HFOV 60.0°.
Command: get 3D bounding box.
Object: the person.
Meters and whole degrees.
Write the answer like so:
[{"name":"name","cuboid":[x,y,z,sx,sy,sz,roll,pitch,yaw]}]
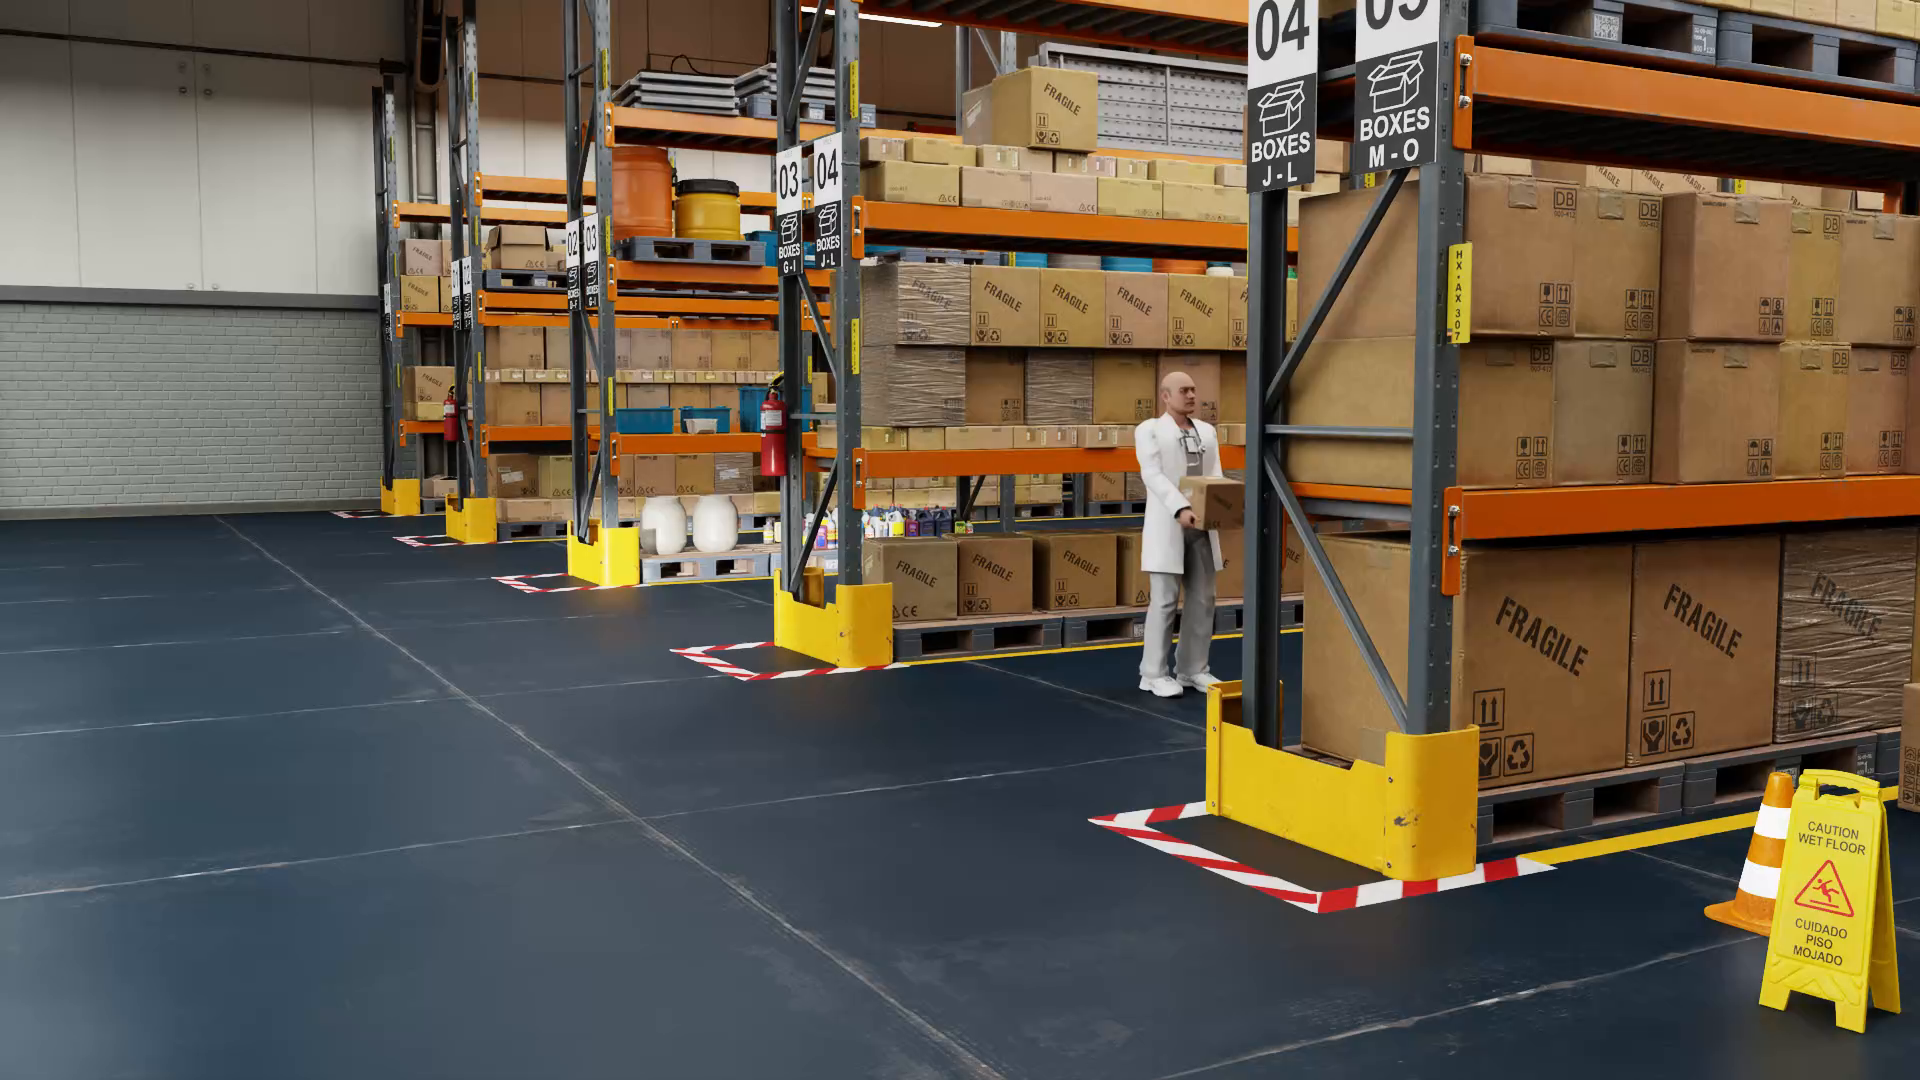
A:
[{"name":"person","cuboid":[1.271,-0.033,9.111,0.530,1.771,0.551,-2,5,-27]}]
